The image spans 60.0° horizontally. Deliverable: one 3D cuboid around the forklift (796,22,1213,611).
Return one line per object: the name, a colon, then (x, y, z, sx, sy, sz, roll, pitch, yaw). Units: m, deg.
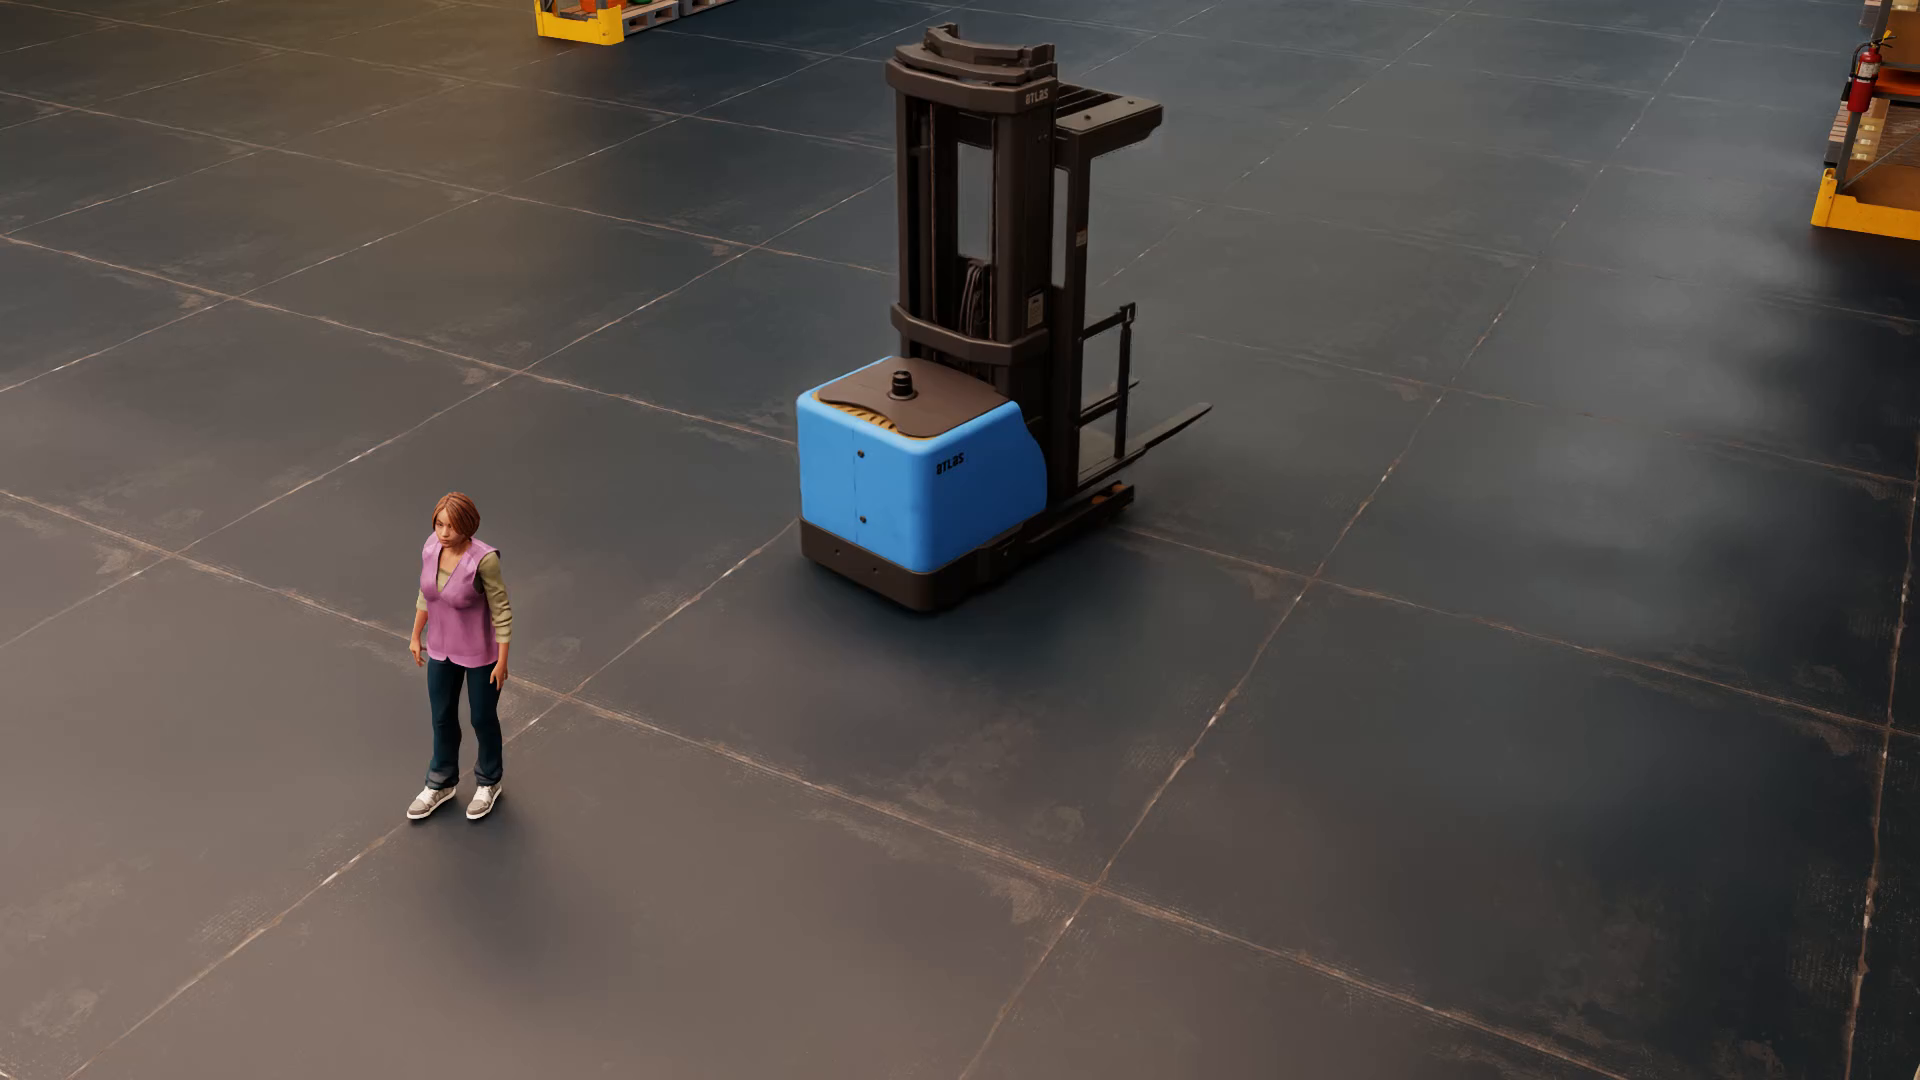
forklift: (0.429, -1.530, 9.721, 1.130, 2.935, 3.031, 24, 38, 35)

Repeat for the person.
person: (-2.264, 0.547, 7.443, 0.520, 1.599, 0.472, 11, 32, 18)
